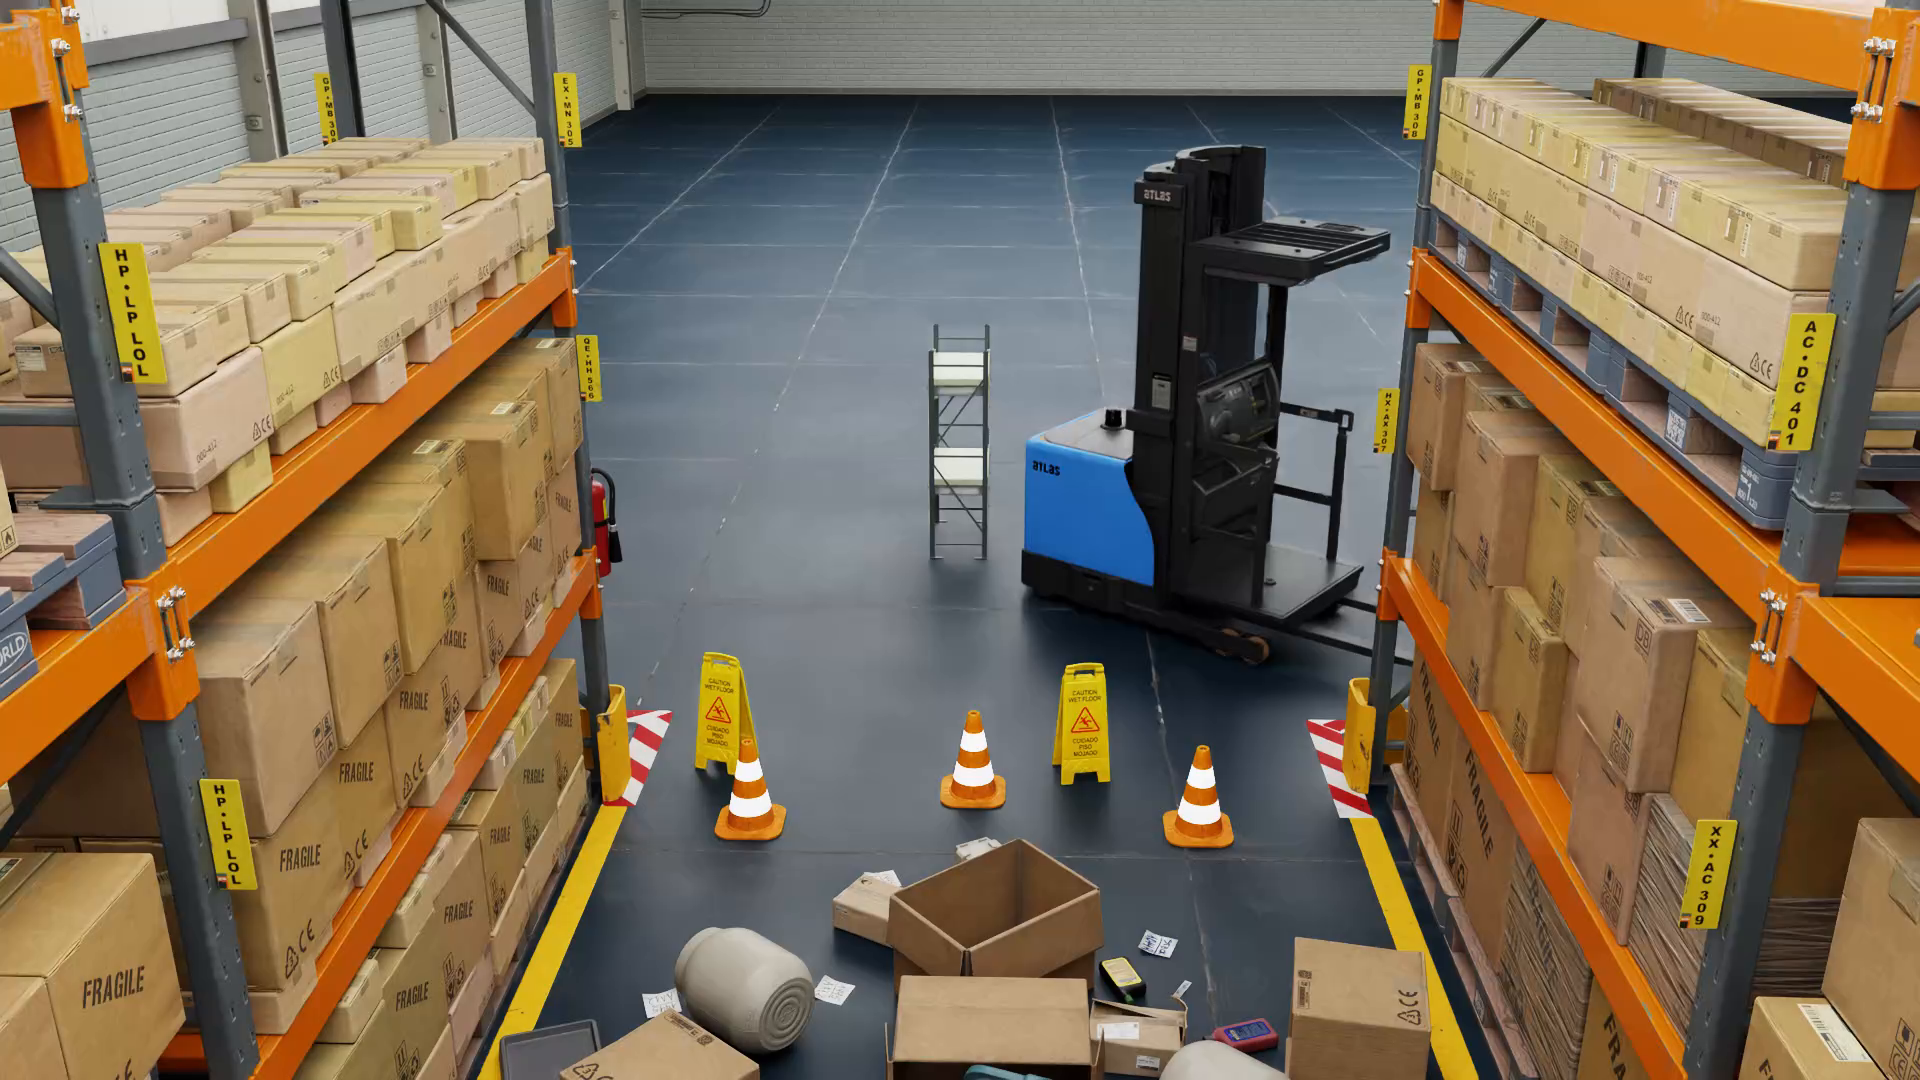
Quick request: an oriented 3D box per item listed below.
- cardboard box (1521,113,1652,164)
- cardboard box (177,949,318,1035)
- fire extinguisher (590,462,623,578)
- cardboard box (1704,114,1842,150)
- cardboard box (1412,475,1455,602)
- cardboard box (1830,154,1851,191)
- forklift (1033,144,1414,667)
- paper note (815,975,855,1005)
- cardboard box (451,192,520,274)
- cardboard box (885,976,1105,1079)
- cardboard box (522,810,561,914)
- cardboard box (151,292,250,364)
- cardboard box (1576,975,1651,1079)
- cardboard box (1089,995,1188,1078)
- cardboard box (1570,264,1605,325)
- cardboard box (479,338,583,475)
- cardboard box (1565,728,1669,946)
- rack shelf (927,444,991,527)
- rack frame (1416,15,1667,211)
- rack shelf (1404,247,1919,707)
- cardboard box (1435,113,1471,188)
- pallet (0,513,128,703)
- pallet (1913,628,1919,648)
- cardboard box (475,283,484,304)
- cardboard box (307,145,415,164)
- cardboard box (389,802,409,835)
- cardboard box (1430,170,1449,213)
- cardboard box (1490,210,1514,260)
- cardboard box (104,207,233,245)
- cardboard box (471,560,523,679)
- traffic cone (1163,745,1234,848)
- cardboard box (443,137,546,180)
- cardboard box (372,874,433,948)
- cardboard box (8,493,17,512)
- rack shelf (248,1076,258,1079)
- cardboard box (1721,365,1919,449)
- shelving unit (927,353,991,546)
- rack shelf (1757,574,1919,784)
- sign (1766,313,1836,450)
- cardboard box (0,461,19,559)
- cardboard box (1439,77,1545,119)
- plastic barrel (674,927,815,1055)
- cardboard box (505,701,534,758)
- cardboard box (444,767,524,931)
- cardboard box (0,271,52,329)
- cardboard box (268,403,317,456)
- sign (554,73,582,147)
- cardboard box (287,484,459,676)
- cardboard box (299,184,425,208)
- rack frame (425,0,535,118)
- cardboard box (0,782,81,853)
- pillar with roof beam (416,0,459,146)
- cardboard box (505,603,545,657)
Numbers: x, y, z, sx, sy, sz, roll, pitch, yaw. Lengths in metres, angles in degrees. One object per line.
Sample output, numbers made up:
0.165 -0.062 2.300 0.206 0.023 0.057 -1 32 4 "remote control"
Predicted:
2.254 -1.447 5.991 0.380 0.149 0.250 0 21 1 "cardboard box"
-2.120 1.307 4.861 0.380 0.149 0.250 1 21 1 "cardboard box"
-1.864 -0.146 8.366 0.296 0.674 0.183 1 21 2 "fire extinguisher"
2.912 -1.438 5.969 0.380 0.149 0.250 0 21 1 "cardboard box"
2.657 -0.063 7.838 0.875 0.550 0.550 1 21 2 "cardboard box"
2.881 -1.074 5.030 0.380 0.149 0.250 1 21 2 "cardboard box"
1.875 -0.826 10.106 3.031 2.935 1.121 16 26 35 "forklift"
-0.543 1.913 7.073 0.148 0.019 0.142 8 23 20 "paper note"
-2.104 -1.244 6.737 0.500 0.250 0.500 0 21 1 "cardboard box"
0.129 1.956 6.106 0.797 0.637 0.503 1 21 2 "cardboard box"
-2.108 1.422 7.437 0.500 0.250 0.500 1 21 2 "cardboard box"
-2.135 -0.558 4.417 0.380 0.149 0.250 1 21 3 "cardboard box"
2.590 1.886 5.378 0.875 0.875 0.875 1 21 2 "cardboard box"
0.712 1.951 6.634 0.396 0.266 0.258 4 22 11 "cardboard box"
2.229 -0.801 5.430 0.380 0.149 0.250 0 21 1 "cardboard box"
-2.126 -0.610 7.524 0.700 0.500 0.500 0 21 0 "cardboard box"
2.494 0.915 5.315 0.875 0.550 0.550 1 21 2 "cardboard box"
0.000 -0.398 11.882 0.431 0.370 0.720 1 21 2 "rack shelf"
2.623 -2.925 7.127 1.000 3.000 0.127 1 21 2 "rack frame"
2.562 -0.468 5.936 1.077 0.370 4.000 1 21 2 "rack shelf"
2.351 -1.666 7.107 0.500 0.250 0.500 1 21 2 "cardboard box"
-2.575 0.211 3.451 1.213 0.211 1.003 1 21 2 "pallet"
2.522 0.341 3.122 0.805 0.209 1.217 0 21 -1 "pallet"
-2.151 -1.018 6.708 0.380 0.149 0.250 1 21 2 "cardboard box"
-2.535 -1.582 7.057 0.380 0.149 0.250 1 21 1 "cardboard box"
-2.167 0.933 5.825 0.380 0.149 0.250 1 21 1 "cardboard box"
2.292 -1.531 7.311 0.380 0.149 0.250 1 21 2 "cardboard box"
2.261 -1.166 6.370 0.380 0.149 0.250 1 21 2 "cardboard box"
-2.707 -1.032 5.639 0.380 0.149 0.250 1 21 2 "cardboard box"
-2.108 0.230 6.741 0.500 0.500 0.500 1 21 1 "cardboard box"
1.187 1.231 8.217 0.336 0.463 0.334 1 21 2 "traffic cone"
-2.043 -1.674 7.294 0.380 0.149 0.250 1 21 2 "cardboard box"
-2.085 1.294 5.836 0.380 0.149 0.250 1 21 4 "cardboard box"
-2.650 -0.189 4.570 0.380 0.149 0.250 1 21 2 "cardboard box"
-2.511 2.359 2.798 1.077 0.370 4.000 1 21 2 "rack shelf"
2.192 -0.341 4.243 0.380 0.149 0.250 1 21 1 "cardboard box"
0.000 -0.700 11.759 0.431 1.308 0.731 1 21 2 "shelving unit"
2.440 0.978 2.209 1.077 0.370 4.000 1 21 2 "rack shelf"
1.946 -0.364 3.849 0.100 0.325 0.005 1 21 2 "sign"
-2.323 -0.011 3.392 0.500 0.250 0.500 0 21 1 "cardboard box"
2.294 -1.906 7.175 0.380 0.149 0.250 1 21 2 "cardboard box"
-0.878 1.818 6.757 0.512 0.421 0.421 18 27 38 "plastic barrel"
-2.047 0.805 7.095 0.380 0.149 0.250 1 21 3 "cardboard box"
-2.127 1.254 6.834 0.500 0.500 0.500 0 21 0 "cardboard box"
-2.630 -0.658 4.676 0.380 0.149 0.250 1 21 3 "cardboard box"
-2.187 -0.366 5.026 0.380 0.149 0.250 1 21 3 "cardboard box"
-1.774 -1.944 7.522 0.100 0.325 0.005 1 21 2 "sign"
-2.140 0.126 5.625 0.700 0.500 0.500 0 21 0 "cardboard box"
-2.187 -1.215 6.111 0.380 0.149 0.250 0 21 0 "cardboard box"
-2.332 -2.943 7.174 0.949 2.616 0.053 1 21 2 "rack frame"
-2.685 0.951 4.881 0.500 0.500 0.500 0 21 0 "cardboard box"
-3.361 -9.215 23.339 9.100 9.000 0.400 1 21 2 "pillar with roof beam"
-2.029 0.387 7.231 0.380 0.149 0.250 1 21 3 "cardboard box"
